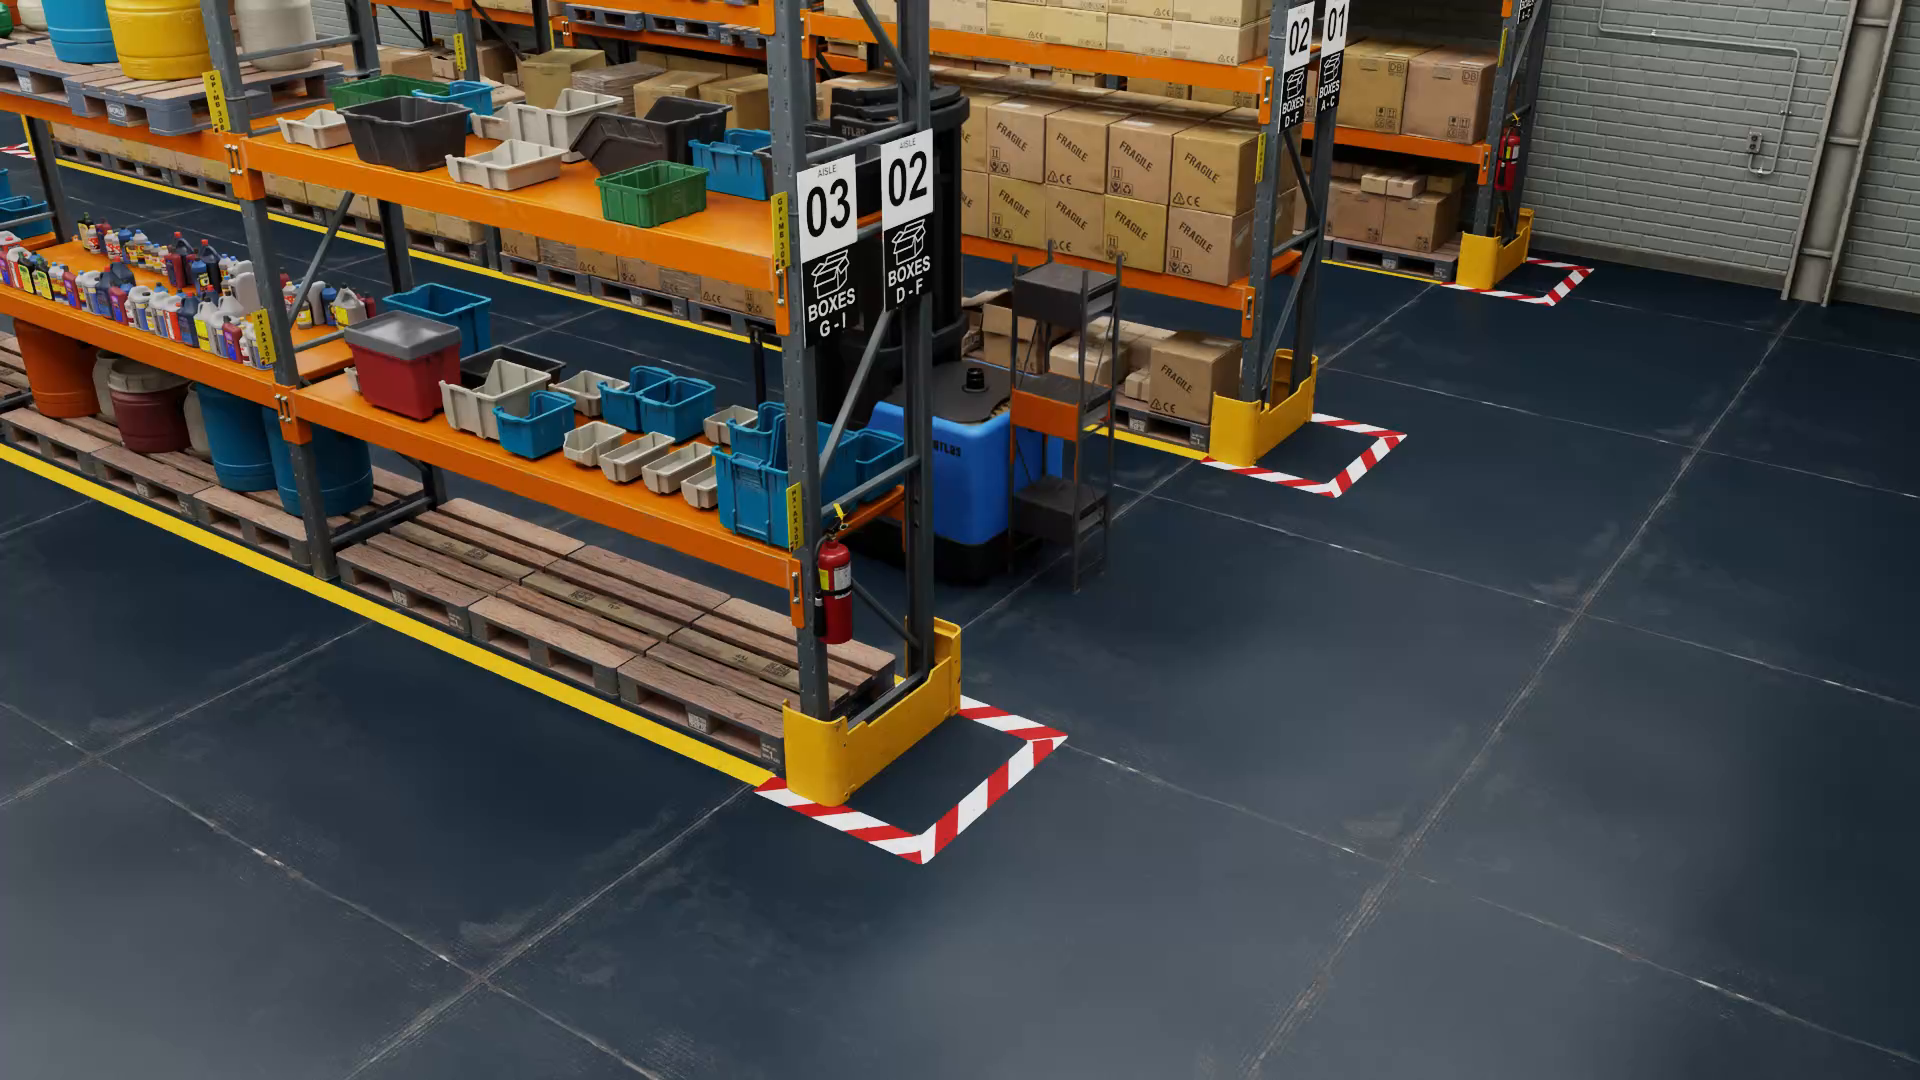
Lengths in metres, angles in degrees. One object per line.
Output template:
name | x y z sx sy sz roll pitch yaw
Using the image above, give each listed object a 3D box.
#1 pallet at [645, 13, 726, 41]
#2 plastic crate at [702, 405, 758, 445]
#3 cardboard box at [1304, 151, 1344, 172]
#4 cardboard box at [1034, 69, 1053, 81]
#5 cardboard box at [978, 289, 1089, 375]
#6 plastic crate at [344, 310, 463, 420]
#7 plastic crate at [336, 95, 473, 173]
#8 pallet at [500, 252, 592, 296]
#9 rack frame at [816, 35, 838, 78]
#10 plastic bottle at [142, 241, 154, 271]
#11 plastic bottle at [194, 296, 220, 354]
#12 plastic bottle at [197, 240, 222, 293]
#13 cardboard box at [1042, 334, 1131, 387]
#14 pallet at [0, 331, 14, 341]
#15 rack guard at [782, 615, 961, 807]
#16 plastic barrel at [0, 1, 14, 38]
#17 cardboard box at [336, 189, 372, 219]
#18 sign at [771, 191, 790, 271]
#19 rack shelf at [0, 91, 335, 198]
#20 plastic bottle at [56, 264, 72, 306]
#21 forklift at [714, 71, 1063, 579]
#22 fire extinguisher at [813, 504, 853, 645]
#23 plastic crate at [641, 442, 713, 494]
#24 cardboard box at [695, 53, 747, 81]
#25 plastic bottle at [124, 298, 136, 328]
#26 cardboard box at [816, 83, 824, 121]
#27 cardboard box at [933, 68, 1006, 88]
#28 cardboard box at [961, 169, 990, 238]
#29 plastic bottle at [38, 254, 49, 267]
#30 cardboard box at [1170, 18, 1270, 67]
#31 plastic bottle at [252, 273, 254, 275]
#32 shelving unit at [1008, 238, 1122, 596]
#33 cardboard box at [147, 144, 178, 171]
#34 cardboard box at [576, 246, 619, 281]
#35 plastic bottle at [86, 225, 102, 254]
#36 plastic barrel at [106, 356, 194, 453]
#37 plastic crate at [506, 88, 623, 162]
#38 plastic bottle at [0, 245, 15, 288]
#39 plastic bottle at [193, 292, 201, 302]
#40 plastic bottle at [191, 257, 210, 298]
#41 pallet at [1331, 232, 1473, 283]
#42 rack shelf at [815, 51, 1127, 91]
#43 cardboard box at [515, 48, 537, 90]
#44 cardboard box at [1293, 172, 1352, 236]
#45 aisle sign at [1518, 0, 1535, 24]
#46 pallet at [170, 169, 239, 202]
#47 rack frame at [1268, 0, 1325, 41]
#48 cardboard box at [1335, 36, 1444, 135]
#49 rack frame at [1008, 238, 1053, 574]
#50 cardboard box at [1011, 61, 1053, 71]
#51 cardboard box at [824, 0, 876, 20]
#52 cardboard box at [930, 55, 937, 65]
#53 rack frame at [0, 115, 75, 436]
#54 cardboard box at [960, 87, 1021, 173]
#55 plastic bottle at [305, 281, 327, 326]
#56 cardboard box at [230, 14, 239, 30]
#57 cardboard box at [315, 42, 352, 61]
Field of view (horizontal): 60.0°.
pallet | -3.109 -6.408 20.521 1.213 0.211 1.003 17 32 30
plastic crate | -1.263 -0.626 9.171 0.298 0.136 0.250 17 32 30
cardboard box | 3.676 -3.819 16.798 0.250 0.149 0.380 18 32 31
cardboard box | 0.994 -4.991 17.779 0.250 0.149 0.380 18 32 32
cardboard box | 0.593 -1.724 13.371 0.637 0.503 0.797 17 32 30
plastic crate | -3.172 -1.002 9.549 0.583 0.464 0.402 17 32 30
plastic crate | -2.898 -2.127 8.733 0.590 0.269 0.497 17 32 30
pallet | -3.662 -2.699 16.095 1.213 0.211 1.003 17 32 30
rack frame | -1.455 -6.001 19.508 0.127 3.000 1.000 17 32 30
plastic bottle | -5.812 -2.043 11.951 0.097 0.201 0.097 0 27 0
plastic bottle | -4.709 -1.362 10.447 0.185 0.351 0.144 17 32 30
plastic bottle | -5.177 -1.899 11.503 0.185 0.351 0.144 17 32 30
cardboard box | 0.984 -1.367 12.949 0.500 0.250 0.500 17 32 30
pallet | -8.682 -1.581 13.898 1.213 0.211 1.003 17 32 30
rack guard | -0.442 0.873 8.758 0.348 0.500 1.175 17 32 30
plastic barrel | -6.320 -3.394 10.786 0.294 0.245 0.294 0 27 0
cardboard box | -6.093 -3.546 17.253 0.500 0.250 0.500 18 32 31
sign | -0.767 -1.323 7.125 0.005 0.325 0.100 17 32 30
rack shelf | -5.415 -2.800 10.704 4.000 0.370 1.077 17 32 30
plastic bottle | -6.048 -1.730 11.259 0.097 0.271 0.097 0 27 0
forklift | -0.799 -1.577 10.891 3.031 2.935 1.130 19 32 32
fire extinguisher | -0.602 0.167 7.886 0.183 0.674 0.296 17 32 30
plastic crate | -1.475 -0.373 8.675 0.243 0.136 0.396 17 32 30
cardboard box | -2.939 -5.882 20.720 0.500 0.250 0.500 17 32 30
plastic bottle | -5.404 -1.499 10.881 0.097 0.201 0.097 0 27 0
cardboard box | -1.223 -3.558 14.134 0.500 0.500 0.700 7 28 13
cardboard box | 0.028 -3.447 13.278 0.500 0.500 0.500 17 31 29
cardboard box | 0.142 -2.673 12.859 0.500 0.500 0.500 17 32 30
plastic bottle | -6.453 -1.909 11.687 0.097 0.201 0.097 0 27 0
cardboard box | 1.765 -3.397 11.250 0.500 0.250 0.500 17 32 30
plastic bottle | -4.696 -1.714 11.221 0.135 0.276 0.152 17 32 30
shelving unit | 0.624 -0.726 10.136 0.503 2.100 0.431 19 32 32
cardboard box | -8.886 -4.429 18.988 0.500 0.250 0.500 17 32 30
cardboard box | -3.197 -2.743 15.378 0.500 0.500 0.500 17 31 30
plastic bottle | -6.404 -2.228 12.313 0.097 0.201 0.097 0 27 0
plastic barrel | -5.720 -1.000 11.878 0.708 0.588 0.600 17 32 30
plastic crate | -2.121 -2.211 8.885 0.530 0.282 0.437 17 32 30
plastic bottle | -6.645 -1.912 11.602 0.133 0.283 0.061 17 32 30
plastic bottle | -4.936 -1.468 10.742 0.097 0.271 0.097 0 27 0
plastic bottle | -5.209 -1.807 11.410 0.097 0.271 0.097 0 27 0
pallet | 4.436 -2.880 16.450 1.213 0.211 1.003 17 32 30
rack shelf | 0.194 -5.167 18.662 4.000 0.370 1.077 17 32 30
cardboard box | -5.630 -6.362 22.488 0.500 0.500 0.500 15 30 27
cardboard box | 3.679 -3.419 16.729 0.500 0.500 0.700 16 31 29
aisle sign | 5.029 -4.974 14.625 0.004 0.787 0.394 17 32 30
pallet | -8.185 -4.152 18.950 1.213 0.211 1.003 17 32 30
rack frame | 2.338 -4.767 10.470 0.127 3.000 1.000 17 32 30
cardboard box | 4.108 -4.390 16.012 0.700 0.700 0.980 17 32 30
rack frame | 0.429 -0.792 10.266 0.015 2.100 0.400 19 32 32
cardboard box | 0.893 -5.311 17.693 0.500 0.500 0.500 18 32 31
cardboard box | -0.698 -4.173 12.775 0.500 0.250 0.500 17 32 30
cardboard box | -0.238 -5.407 18.596 0.250 0.149 0.380 18 32 31
rack frame | -7.064 -2.297 12.230 0.127 3.000 1.000 17 32 30
cardboard box | 0.119 -3.120 12.635 0.500 0.500 0.500 16 31 29
plastic bottle | -4.234 -1.570 10.938 0.135 0.276 0.152 17 32 30
cardboard box | -7.899 -5.498 17.696 0.250 0.149 0.380 17 32 30
cardboard box | -6.495 -4.881 17.198 0.500 0.500 0.500 20 33 34
